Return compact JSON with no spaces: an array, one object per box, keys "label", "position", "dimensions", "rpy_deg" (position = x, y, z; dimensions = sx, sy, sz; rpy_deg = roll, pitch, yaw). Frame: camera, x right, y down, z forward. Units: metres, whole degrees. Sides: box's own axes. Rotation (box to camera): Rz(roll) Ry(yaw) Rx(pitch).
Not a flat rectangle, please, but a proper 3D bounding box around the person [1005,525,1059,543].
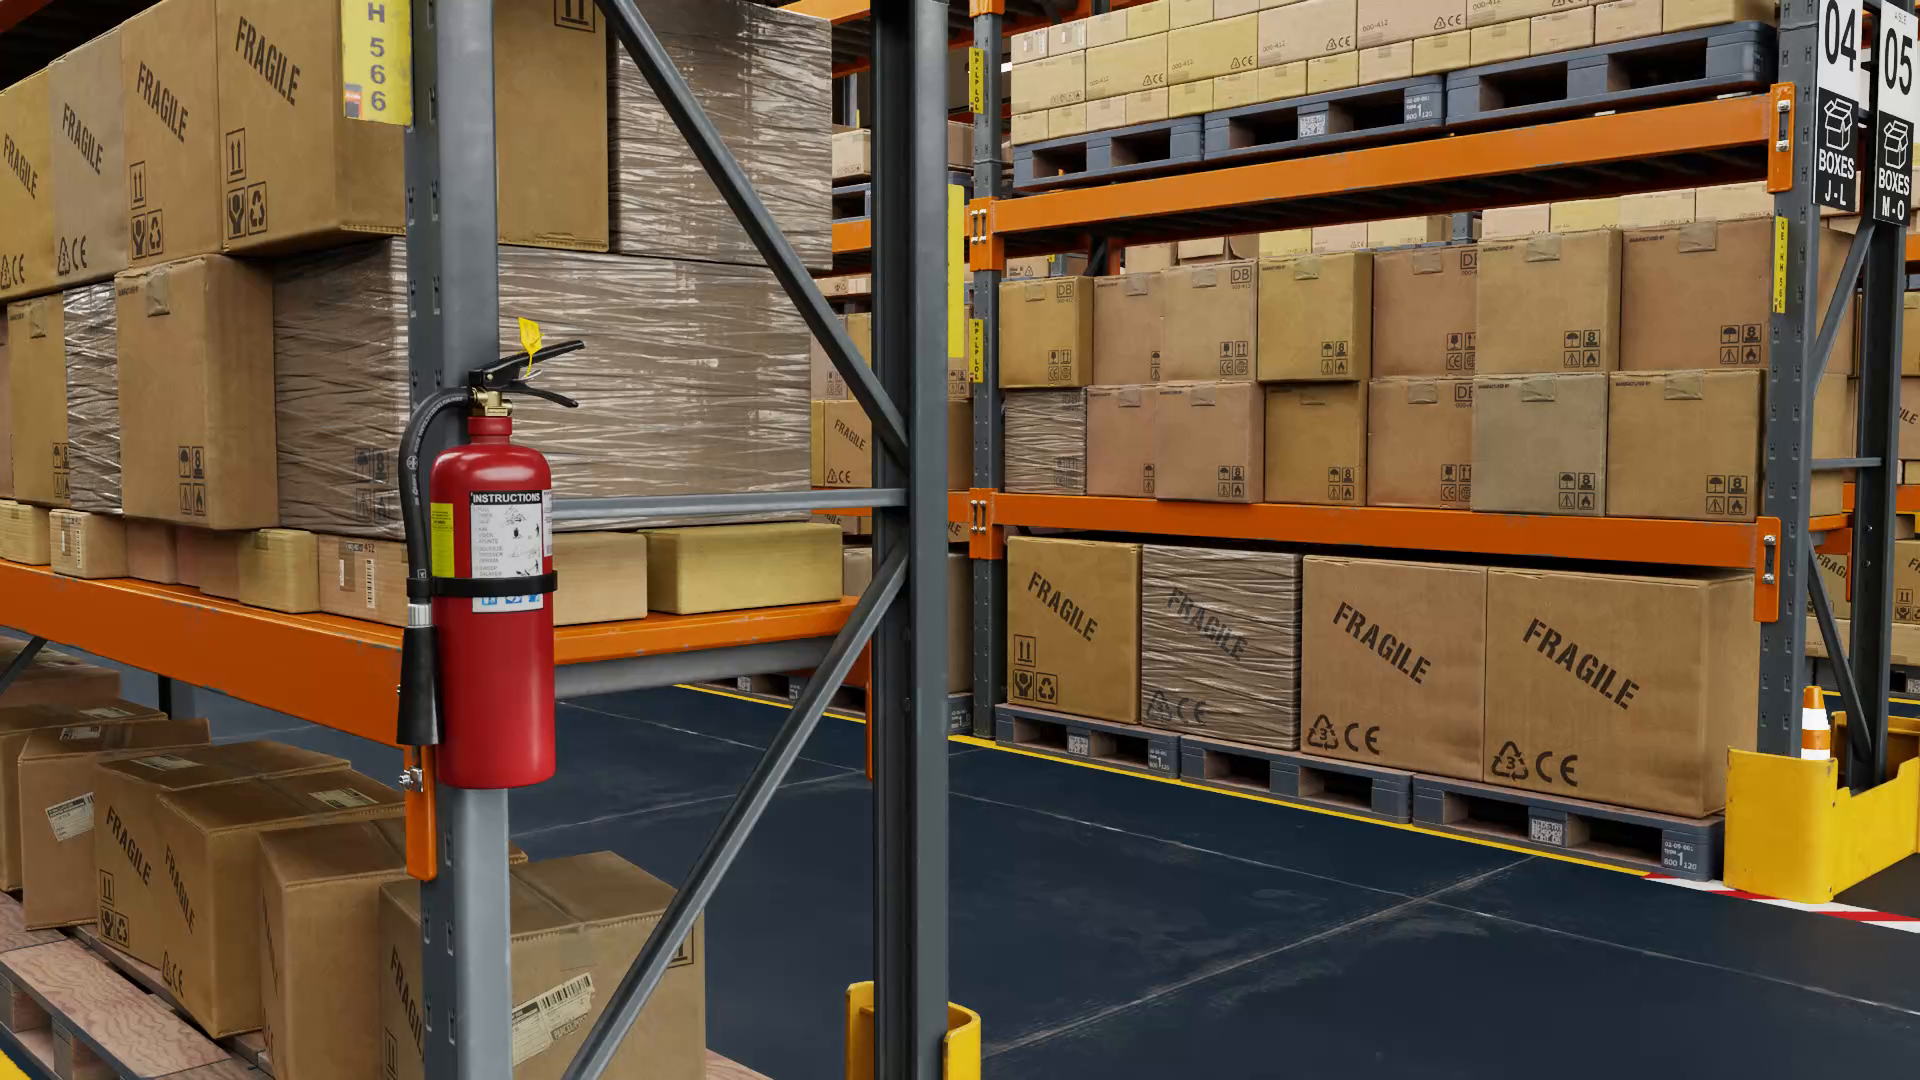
[{"label":"person","position":[0.605,-0.088,12.603],"dimensions":[0.558,1.773,0.528],"rpy_deg":[-4,5,-43]}]
